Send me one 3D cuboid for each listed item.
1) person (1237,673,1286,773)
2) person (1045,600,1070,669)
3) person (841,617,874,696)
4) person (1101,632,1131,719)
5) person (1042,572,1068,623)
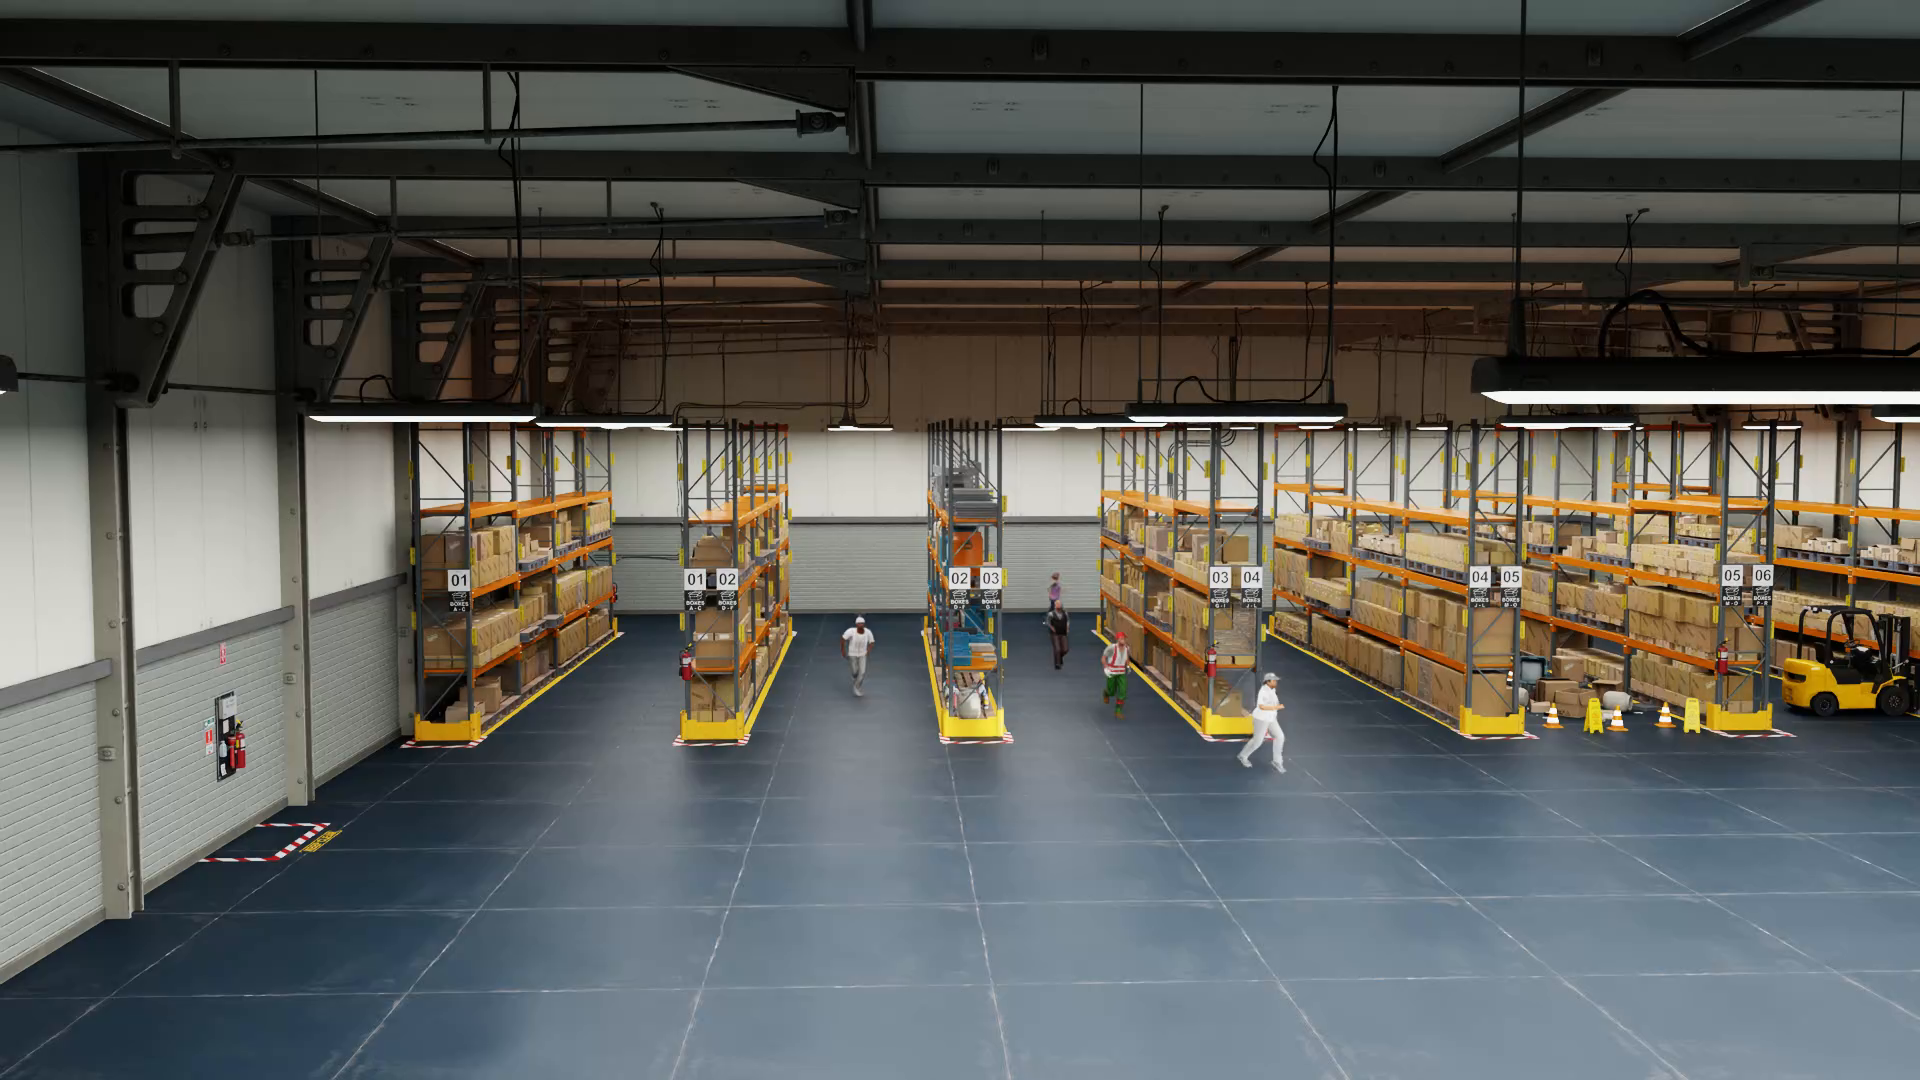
[{"bbox_3d":[5.132,3.097,28.253,0.864,1.712,0.627,2,4,32],"label":"person"},{"bbox_3d":[2.394,2.300,40.361,0.652,1.672,0.604,-1,4,-14],"label":"person"},{"bbox_3d":[-2.251,2.543,36.595,0.740,1.718,0.700,-1,4,-13],"label":"person"},{"bbox_3d":[3.153,2.711,33.707,0.662,1.759,0.895,-1,4,-20],"label":"person"},{"bbox_3d":[2.822,1.767,49.332,0.760,1.615,0.498,0,4,3],"label":"person"}]
